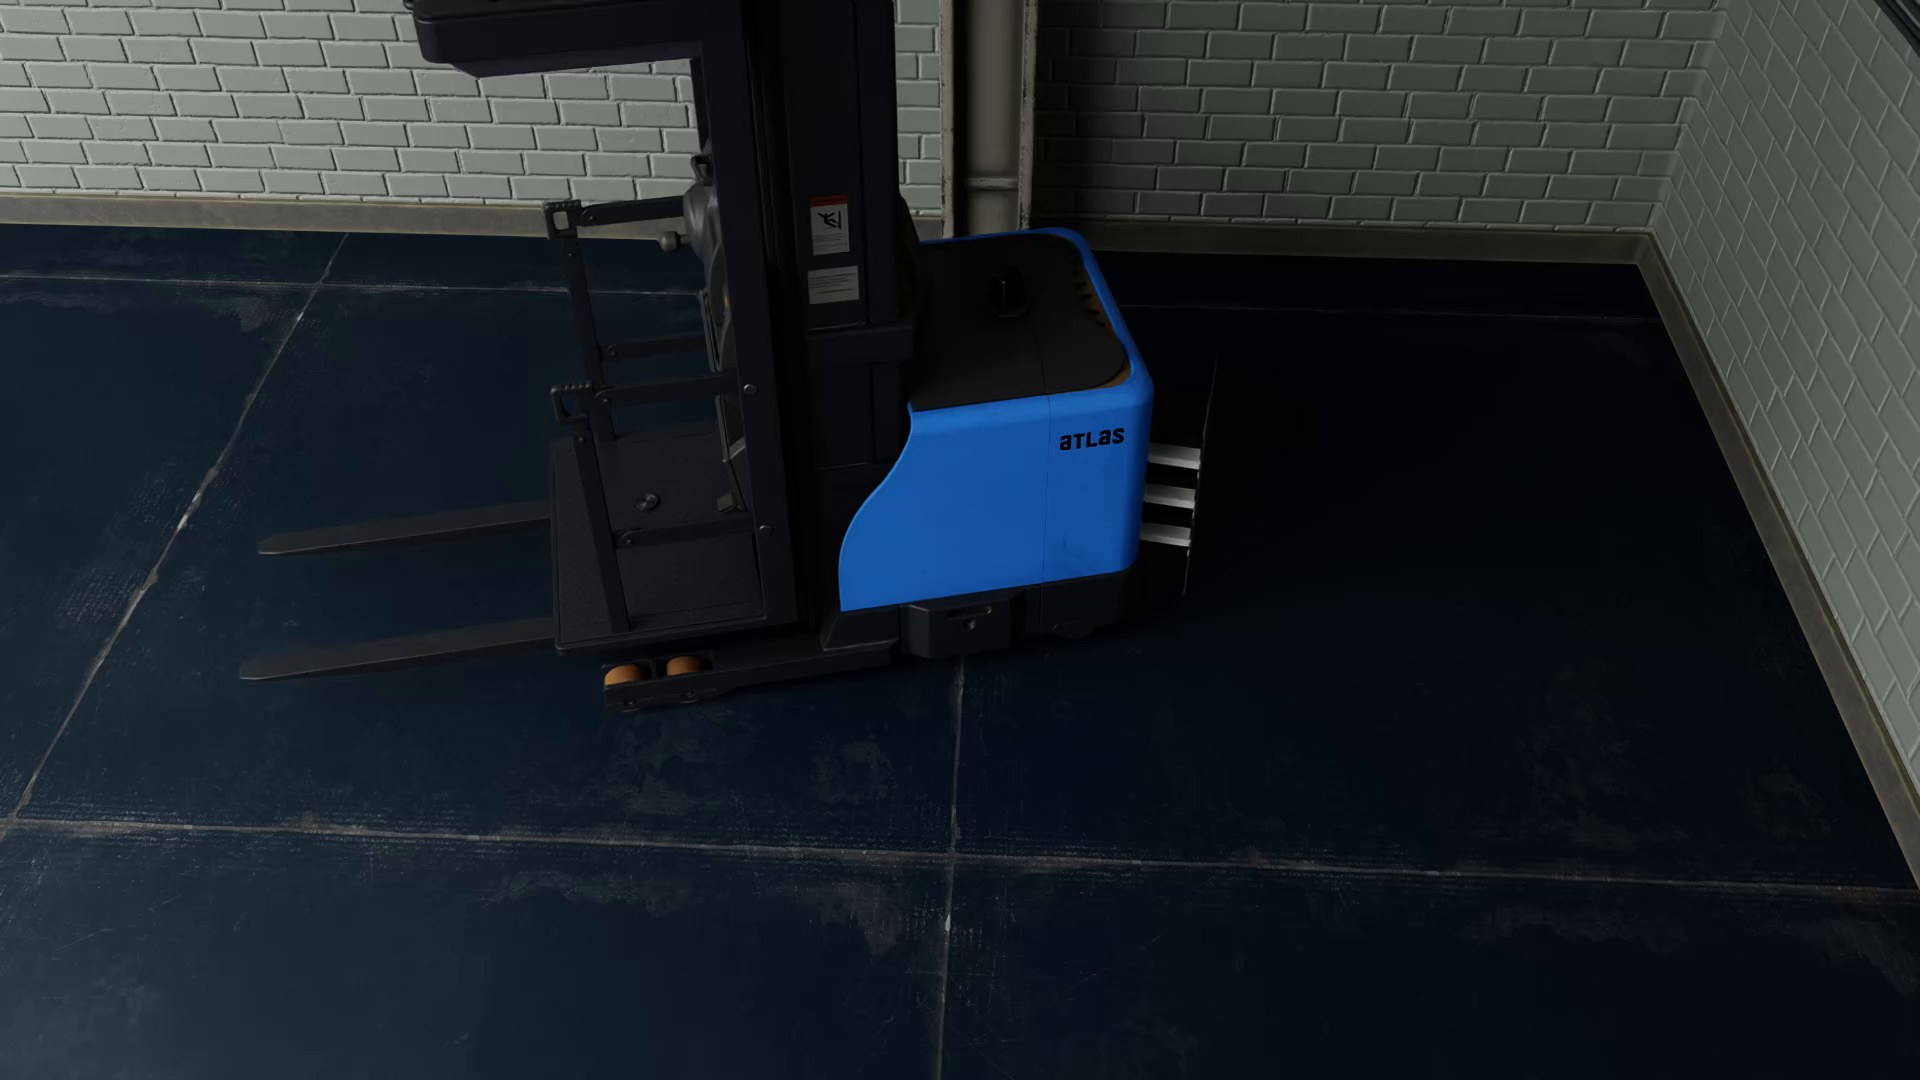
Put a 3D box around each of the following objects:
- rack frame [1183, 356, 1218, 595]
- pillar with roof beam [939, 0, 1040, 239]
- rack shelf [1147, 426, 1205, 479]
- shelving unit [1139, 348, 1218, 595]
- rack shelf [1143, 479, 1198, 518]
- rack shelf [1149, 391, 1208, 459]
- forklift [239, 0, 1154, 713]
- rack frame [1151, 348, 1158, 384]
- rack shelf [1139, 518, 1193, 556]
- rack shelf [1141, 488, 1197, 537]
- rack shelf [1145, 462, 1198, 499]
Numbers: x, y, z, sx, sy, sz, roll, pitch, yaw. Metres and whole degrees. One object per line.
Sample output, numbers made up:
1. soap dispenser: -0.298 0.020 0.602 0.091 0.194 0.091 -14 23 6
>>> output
1. rack frame: 0.838 -0.211 5.816 0.006 0.900 0.240 9 44 9
2. pillar with roof beam: -0.071 -1.634 1.402 0.400 9.000 9.100 2 43 2
3. rack shelf: 0.739 -0.333 5.732 0.200 0.077 0.258 9 44 9
4. shelving unit: 0.739 -0.225 5.832 0.210 0.900 0.258 9 44 9
5. rack shelf: 0.739 -0.201 5.855 0.200 0.077 0.258 9 44 9
6. rack shelf: 0.739 -0.399 5.671 0.200 0.077 0.258 9 44 9
7. forklift: -0.942 -0.885 5.050 3.031 2.935 1.130 -8 44 -8
8. rack frame: 0.640 -0.240 5.848 0.006 0.900 0.240 9 44 9
9. rack shelf: 0.739 -0.069 5.977 0.200 0.077 0.258 9 44 9
10. rack shelf: 0.739 -0.135 5.916 0.200 0.077 0.258 9 44 9
11. rack shelf: 0.739 -0.267 5.793 0.200 0.077 0.258 9 44 9
